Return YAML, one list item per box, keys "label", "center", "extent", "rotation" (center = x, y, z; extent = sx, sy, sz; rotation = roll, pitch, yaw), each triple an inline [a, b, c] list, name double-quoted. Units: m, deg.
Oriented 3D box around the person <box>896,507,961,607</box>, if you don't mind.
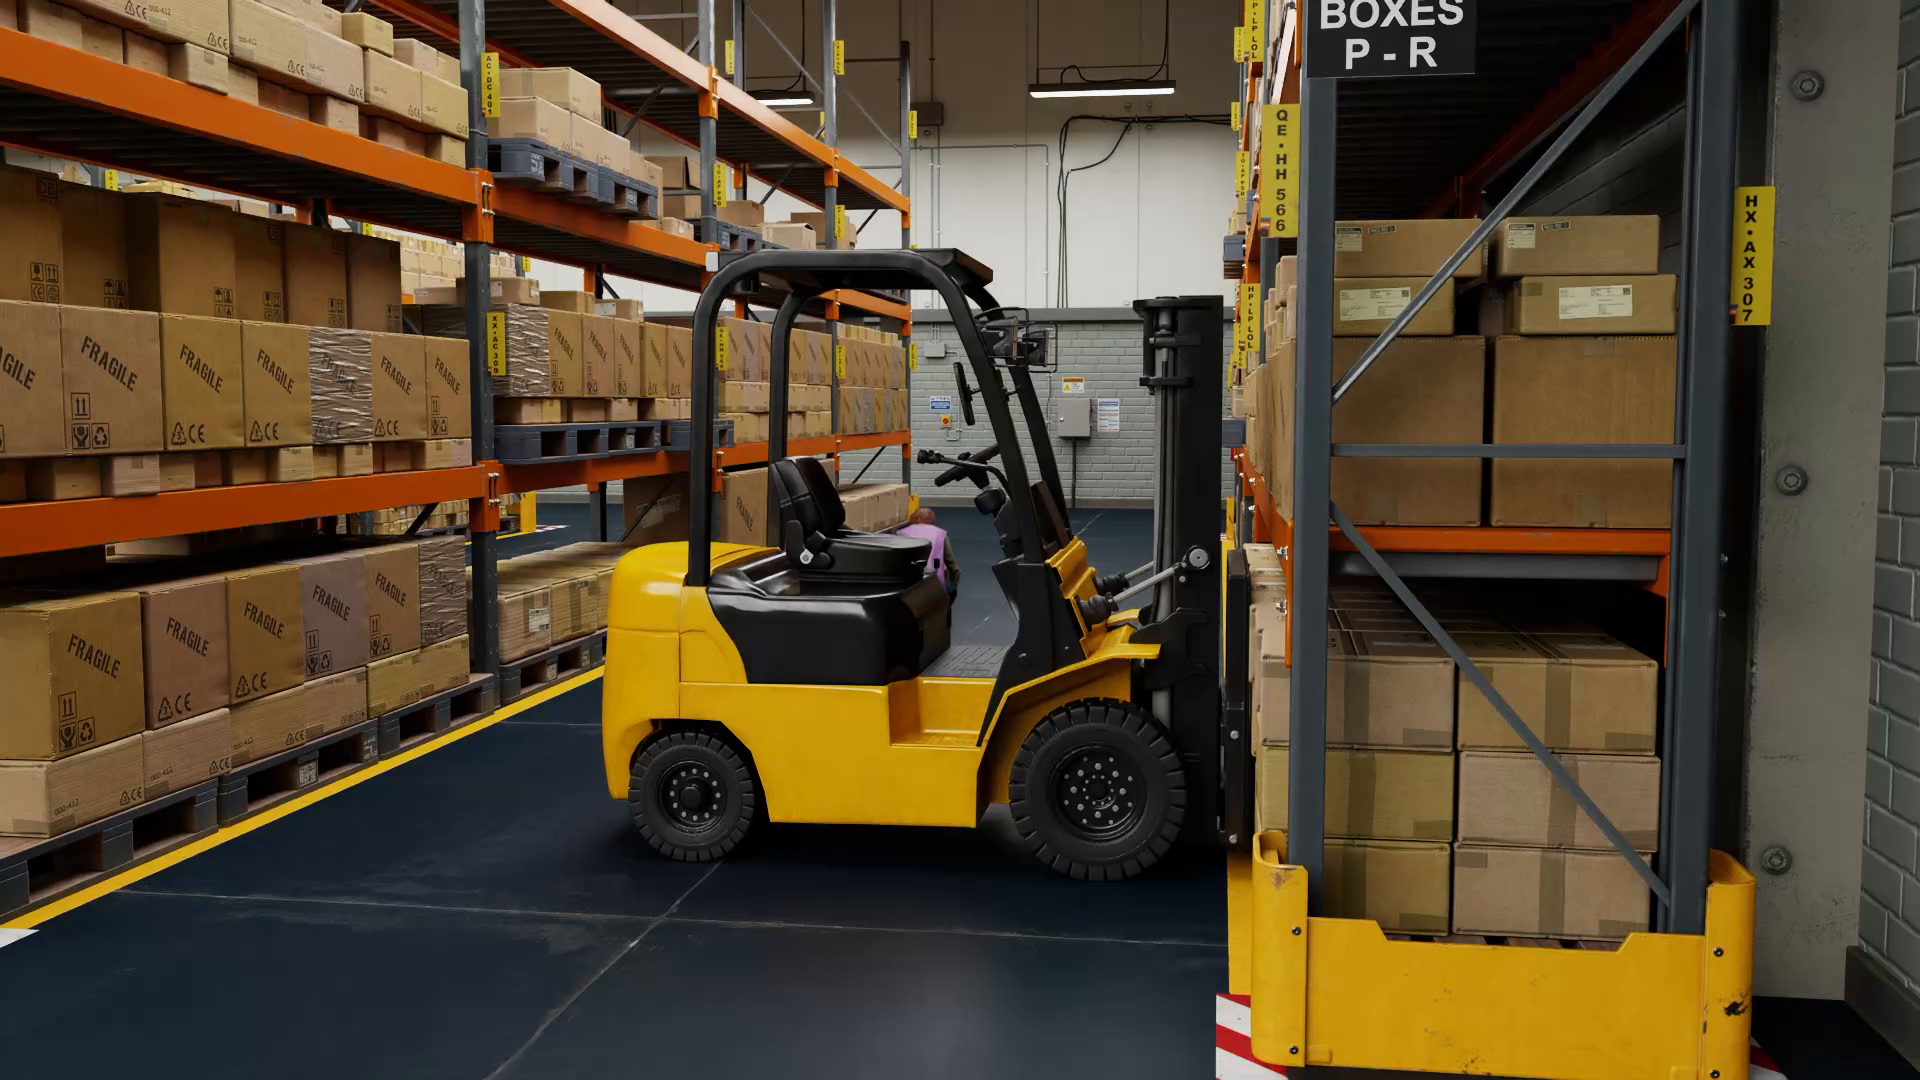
- label: "person"
  center: [-0.241, 0.235, 11.702]
  extent: [0.453, 0.880, 0.808]
  rotation: [1, 5, 9]
